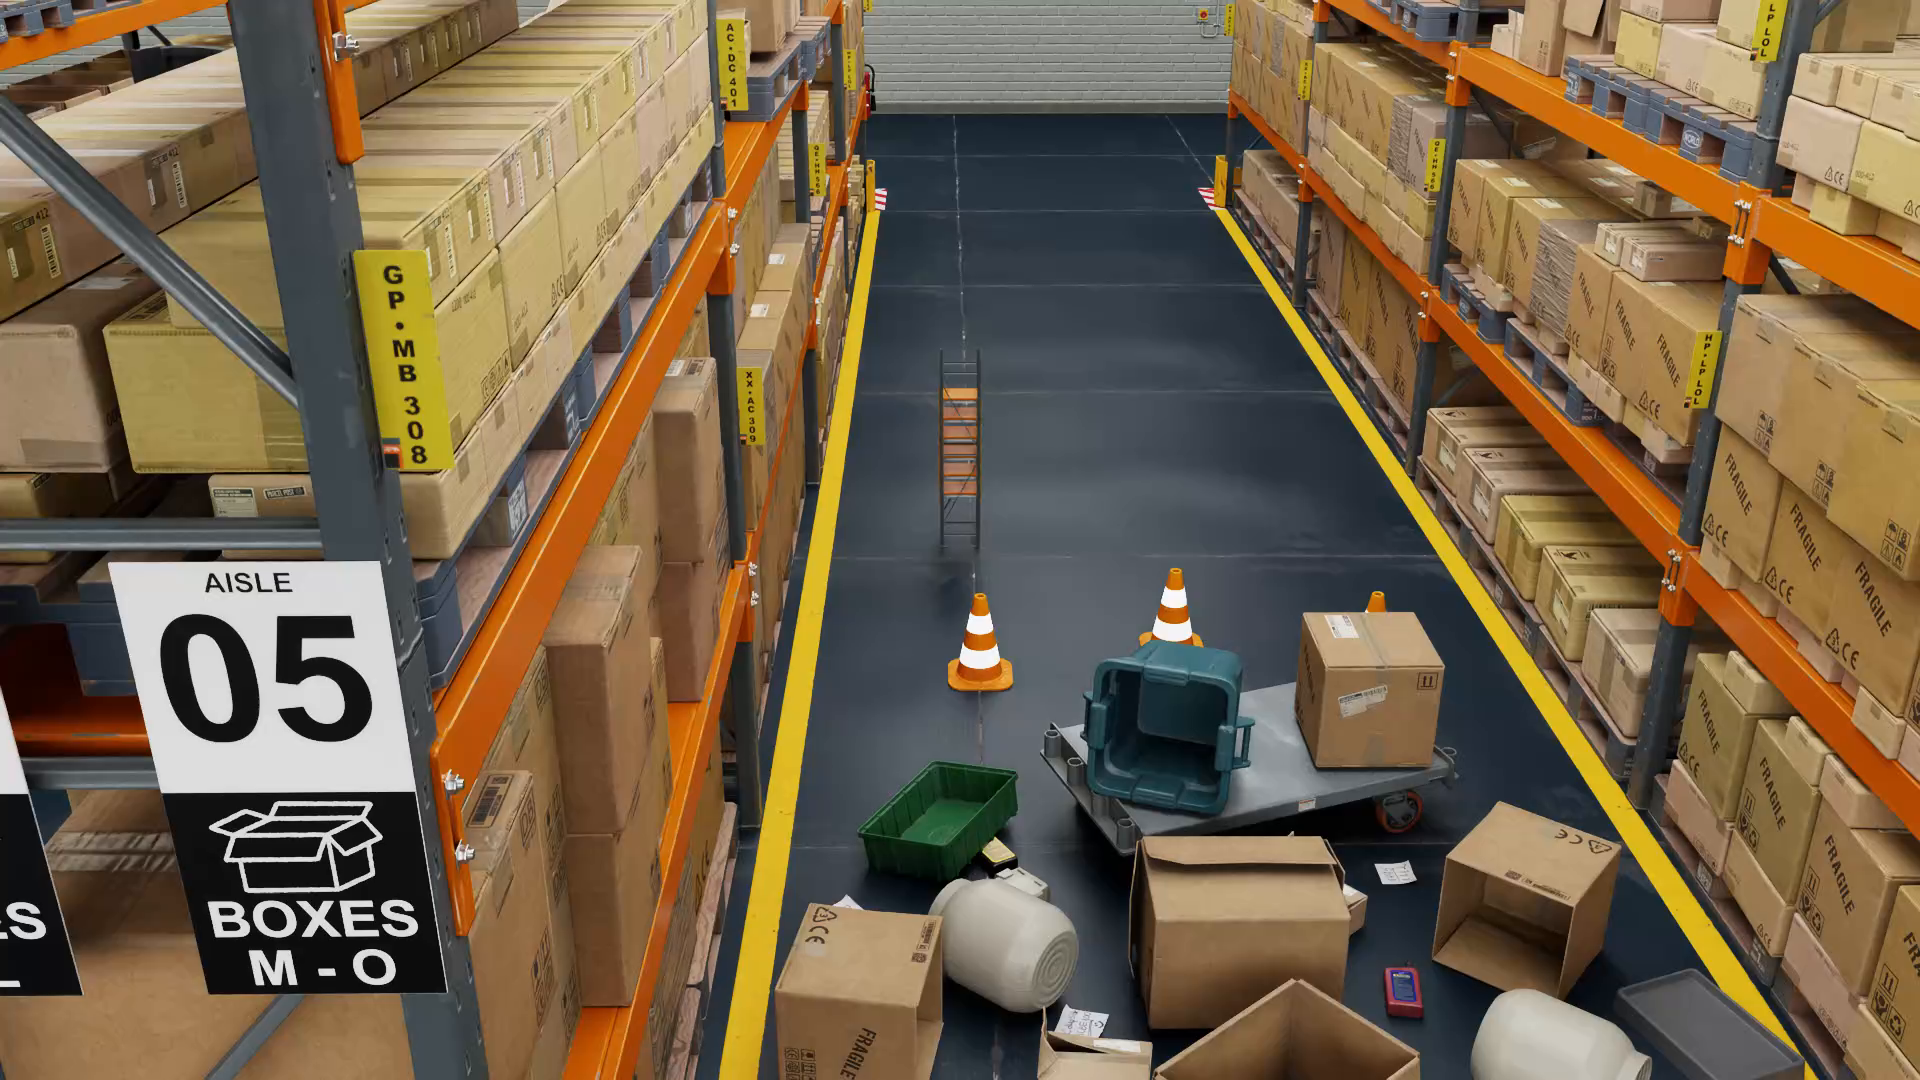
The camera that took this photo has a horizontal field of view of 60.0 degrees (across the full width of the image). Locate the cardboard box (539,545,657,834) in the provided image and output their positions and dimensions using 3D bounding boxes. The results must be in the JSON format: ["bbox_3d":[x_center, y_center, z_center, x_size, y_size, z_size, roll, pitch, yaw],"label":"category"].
[{"bbox_3d":[-1.280,0.377,4.284,0.875,0.550,0.550,0,24,-1],"label":"cardboard box"}]

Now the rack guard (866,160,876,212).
[{"bbox_3d":[-1.520,-3.875,18.210,1.175,0.500,0.348,0,24,-1],"label":"rack guard"}]

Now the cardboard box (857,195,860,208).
[{"bbox_3d":[-1.204,-3.429,16.781,0.380,0.149,0.250,0,24,0],"label":"cardboard box"}]

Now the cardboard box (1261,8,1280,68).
[{"bbox_3d":[3.181,-4.780,15.845,0.500,0.500,0.500,0,24,0],"label":"cardboard box"}]

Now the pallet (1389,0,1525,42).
[{"bbox_3d":[3.455,-3.358,10.624,1.213,0.211,1.003,1,24,2],"label":"pallet"}]

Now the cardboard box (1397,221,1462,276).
[{"bbox_3d":[3.250,-1.951,11.106,0.500,0.250,0.500,-1,24,-2],"label":"cardboard box"}]

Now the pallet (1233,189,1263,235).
[{"bbox_3d":[3.515,-3.509,17.753,1.003,0.211,1.213,0,24,-1],"label":"pallet"}]

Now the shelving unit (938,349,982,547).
[{"bbox_3d":[0.000,-0.541,9.990,0.258,1.200,0.189,0,24,-1],"label":"shelving unit"}]

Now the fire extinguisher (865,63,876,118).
[{"bbox_3d":[-1.062,-4.946,18.091,0.296,0.674,0.183,0,24,-1],"label":"fire extinguisher"}]

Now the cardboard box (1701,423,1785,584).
[{"bbox_3d":[3.285,-0.163,6.487,0.500,0.500,0.500,0,24,-1],"label":"cardboard box"}]

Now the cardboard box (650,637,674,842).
[{"bbox_3d":[-1.351,0.651,4.989,0.875,0.550,0.500,0,24,-1],"label":"cardboard box"}]

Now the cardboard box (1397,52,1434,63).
[{"bbox_3d":[3.741,-3.566,13.159,0.500,0.500,0.500,0,24,0],"label":"cardboard box"}]

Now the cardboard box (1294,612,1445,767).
[{"bbox_3d":[1.779,0.650,7.287,0.500,0.500,0.500,0,24,-1],"label":"cardboard box"}]

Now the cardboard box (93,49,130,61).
[{"bbox_3d":[-6.423,-3.655,13.354,0.797,0.503,0.637,-1,24,-2],"label":"cardboard box"}]

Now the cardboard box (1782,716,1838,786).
[{"bbox_3d":[3.244,0.768,6.042,0.380,0.149,0.250,1,24,1],"label":"cardboard box"}]

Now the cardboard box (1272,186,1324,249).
[{"bbox_3d":[3.562,-3.113,16.092,0.875,0.438,0.875,-1,24,-2],"label":"cardboard box"}]

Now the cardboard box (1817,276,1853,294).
[{"bbox_3d":[3.907,-1.027,7.103,0.380,0.149,0.250,0,24,-1],"label":"cardboard box"}]

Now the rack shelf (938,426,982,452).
[{"bbox_3d":[0.000,-0.610,9.958,0.258,0.103,0.180,0,24,-1],"label":"rack shelf"}]

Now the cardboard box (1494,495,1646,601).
[{"bbox_3d":[3.530,0.043,9.194,0.950,0.372,0.625,1,24,1],"label":"cardboard box"}]

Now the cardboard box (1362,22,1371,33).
[{"bbox_3d":[3.709,-4.494,14.425,0.380,0.149,0.250,0,24,0],"label":"cardboard box"}]

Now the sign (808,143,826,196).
[{"bbox_3d":[-0.878,-2.280,10.246,0.100,0.325,0.005,0,24,-1],"label":"sign"}]

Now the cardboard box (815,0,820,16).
[{"bbox_3d":[-1.186,-3.603,10.816,0.500,0.500,0.500,0,24,-1],"label":"cardboard box"}]

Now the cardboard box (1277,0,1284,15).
[{"bbox_3d":[3.182,-5.011,15.568,0.380,0.149,0.250,0,24,-1],"label":"cardboard box"}]

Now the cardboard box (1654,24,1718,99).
[{"bbox_3d":[3.407,-2.102,7.291,0.500,0.250,0.500,0,24,0],"label":"cardboard box"}]

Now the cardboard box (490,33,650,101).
[{"bbox_3d":[-1.054,-1.283,4.514,0.380,0.149,0.250,-1,24,-1],"label":"cardboard box"}]

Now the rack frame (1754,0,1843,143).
[{"bbox_3d":[3.559,-2.897,5.736,1.000,3.000,0.127,0,24,-1],"label":"rack frame"}]

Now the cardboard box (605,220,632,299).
[{"bbox_3d":[-1.047,-0.709,4.211,0.380,0.149,0.250,0,24,0],"label":"cardboard box"}]

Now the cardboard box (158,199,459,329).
[{"bbox_3d":[-1.032,-0.443,2.657,0.380,0.149,0.250,0,24,0],"label":"cardboard box"}]

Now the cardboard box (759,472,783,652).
[{"bbox_3d":[-1.493,0.081,8.652,1.050,0.750,0.750,0,24,-1],"label":"cardboard box"}]

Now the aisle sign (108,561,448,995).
[{"bbox_3d":[-1.045,0.391,2.590,0.394,0.787,0.004,0,24,-1],"label":"aisle sign"}]

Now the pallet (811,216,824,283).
[{"bbox_3d":[-1.548,-1.954,11.164,1.213,0.211,1.003,0,24,-1],"label":"pallet"}]

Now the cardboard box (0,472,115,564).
[{"bbox_3d":[-1.689,-0.077,2.813,0.380,0.149,0.250,0,24,-1],"label":"cardboard box"}]

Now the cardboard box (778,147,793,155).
[{"bbox_3d":[-1.251,-2.609,11.451,0.380,0.149,0.250,-1,24,-3],"label":"cardboard box"}]

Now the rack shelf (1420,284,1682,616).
[{"bbox_3d":[3.537,-0.660,8.943,1.077,0.370,4.000,0,24,-1],"label":"rack shelf"}]

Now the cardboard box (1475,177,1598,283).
[{"bbox_3d":[3.301,-1.784,9.562,0.500,0.500,0.500,1,24,2],"label":"cardboard box"}]

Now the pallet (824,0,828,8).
[{"bbox_3d":[-1.562,-3.996,12.032,1.213,0.211,1.003,0,24,-1],"label":"pallet"}]

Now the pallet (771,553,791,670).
[{"bbox_3d":[-1.490,0.349,9.223,1.003,0.211,1.213,0,24,-1],"label":"pallet"}]

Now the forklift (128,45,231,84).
[{"bbox_3d":[-4.355,-1.124,9.177,1.130,2.935,3.031,14,28,28],"label":"forklift"}]

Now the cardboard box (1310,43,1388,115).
[{"bbox_3d":[3.189,-3.779,13.631,0.500,0.500,0.500,0,24,0],"label":"cardboard box"}]

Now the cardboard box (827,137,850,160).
[{"bbox_3d":[-1.153,-3.400,14.433,0.380,0.149,0.250,1,24,1],"label":"cardboard box"}]

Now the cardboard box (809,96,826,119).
[{"bbox_3d":[-1.274,-3.469,13.354,0.380,0.149,0.250,-1,24,-2],"label":"cardboard box"}]

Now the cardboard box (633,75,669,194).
[{"bbox_3d":[-1.119,-1.155,4.714,0.500,0.250,0.500,0,24,-1],"label":"cardboard box"}]

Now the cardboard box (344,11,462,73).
[{"bbox_3d":[-1.716,-1.487,4.964,0.380,0.149,0.250,-1,24,-1],"label":"cardboard box"}]

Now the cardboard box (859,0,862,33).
[{"bbox_3d":[-1.267,-5.494,17.062,0.500,0.500,0.500,-1,24,-2],"label":"cardboard box"}]

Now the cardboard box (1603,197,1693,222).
[{"bbox_3d":[3.821,-1.578,9.107,0.500,0.500,0.500,-2,24,-4],"label":"cardboard box"}]

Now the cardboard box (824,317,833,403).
[{"bbox_3d":[-1.195,-1.301,12.009,0.500,0.500,0.500,0,24,0],"label":"cardboard box"}]

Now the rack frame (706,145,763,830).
[{"bbox_3d":[-1.390,-0.100,6.831,1.000,3.000,0.127,0,24,-1],"label":"rack frame"}]

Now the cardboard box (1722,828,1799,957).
[{"bbox_3d":[3.312,1.362,6.426,0.500,0.250,0.500,1,24,2],"label":"cardboard box"}]

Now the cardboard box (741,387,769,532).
[{"bbox_3d":[-1.126,-0.364,7.293,0.500,0.500,0.500,0,24,0],"label":"cardboard box"}]

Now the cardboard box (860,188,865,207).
[{"bbox_3d":[-1.202,-3.616,17.555,0.380,0.149,0.250,0,24,1],"label":"cardboard box"}]

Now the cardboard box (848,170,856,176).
[{"bbox_3d":[-1.247,-3.674,16.962,0.380,0.149,0.250,-1,24,-3],"label":"cardboard box"}]

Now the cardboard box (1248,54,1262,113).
[{"bbox_3d":[3.167,-4.537,16.521,0.500,0.500,0.500,0,24,-1],"label":"cardboard box"}]

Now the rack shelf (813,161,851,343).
[{"bbox_3d":[-1.455,-2.245,12.446,1.077,0.370,4.000,0,24,-1],"label":"rack shelf"}]

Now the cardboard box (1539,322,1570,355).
[{"bbox_3d":[3.302,-1.088,8.811,0.380,0.149,0.250,1,24,1],"label":"cardboard box"}]

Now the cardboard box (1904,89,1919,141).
[{"bbox_3d":[3.238,-1.324,5.235,0.380,0.149,0.250,0,24,-1],"label":"cardboard box"}]

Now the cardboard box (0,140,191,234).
[{"bbox_3d":[-1.693,-0.650,3.114,0.380,0.149,0.250,0,24,0],"label":"cardboard box"}]

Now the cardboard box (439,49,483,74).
[{"bbox_3d":[-1.657,-1.360,5.168,0.500,0.250,0.500,0,24,-1],"label":"cardboard box"}]

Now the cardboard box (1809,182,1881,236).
[{"bbox_3d":[3.261,-1.179,5.881,0.380,0.149,0.250,0,24,-1],"label":"cardboard box"}]

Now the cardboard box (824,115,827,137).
[{"bbox_3d":[-1.271,-3.337,13.424,0.380,0.149,0.250,0,24,0],"label":"cardboard box"}]
